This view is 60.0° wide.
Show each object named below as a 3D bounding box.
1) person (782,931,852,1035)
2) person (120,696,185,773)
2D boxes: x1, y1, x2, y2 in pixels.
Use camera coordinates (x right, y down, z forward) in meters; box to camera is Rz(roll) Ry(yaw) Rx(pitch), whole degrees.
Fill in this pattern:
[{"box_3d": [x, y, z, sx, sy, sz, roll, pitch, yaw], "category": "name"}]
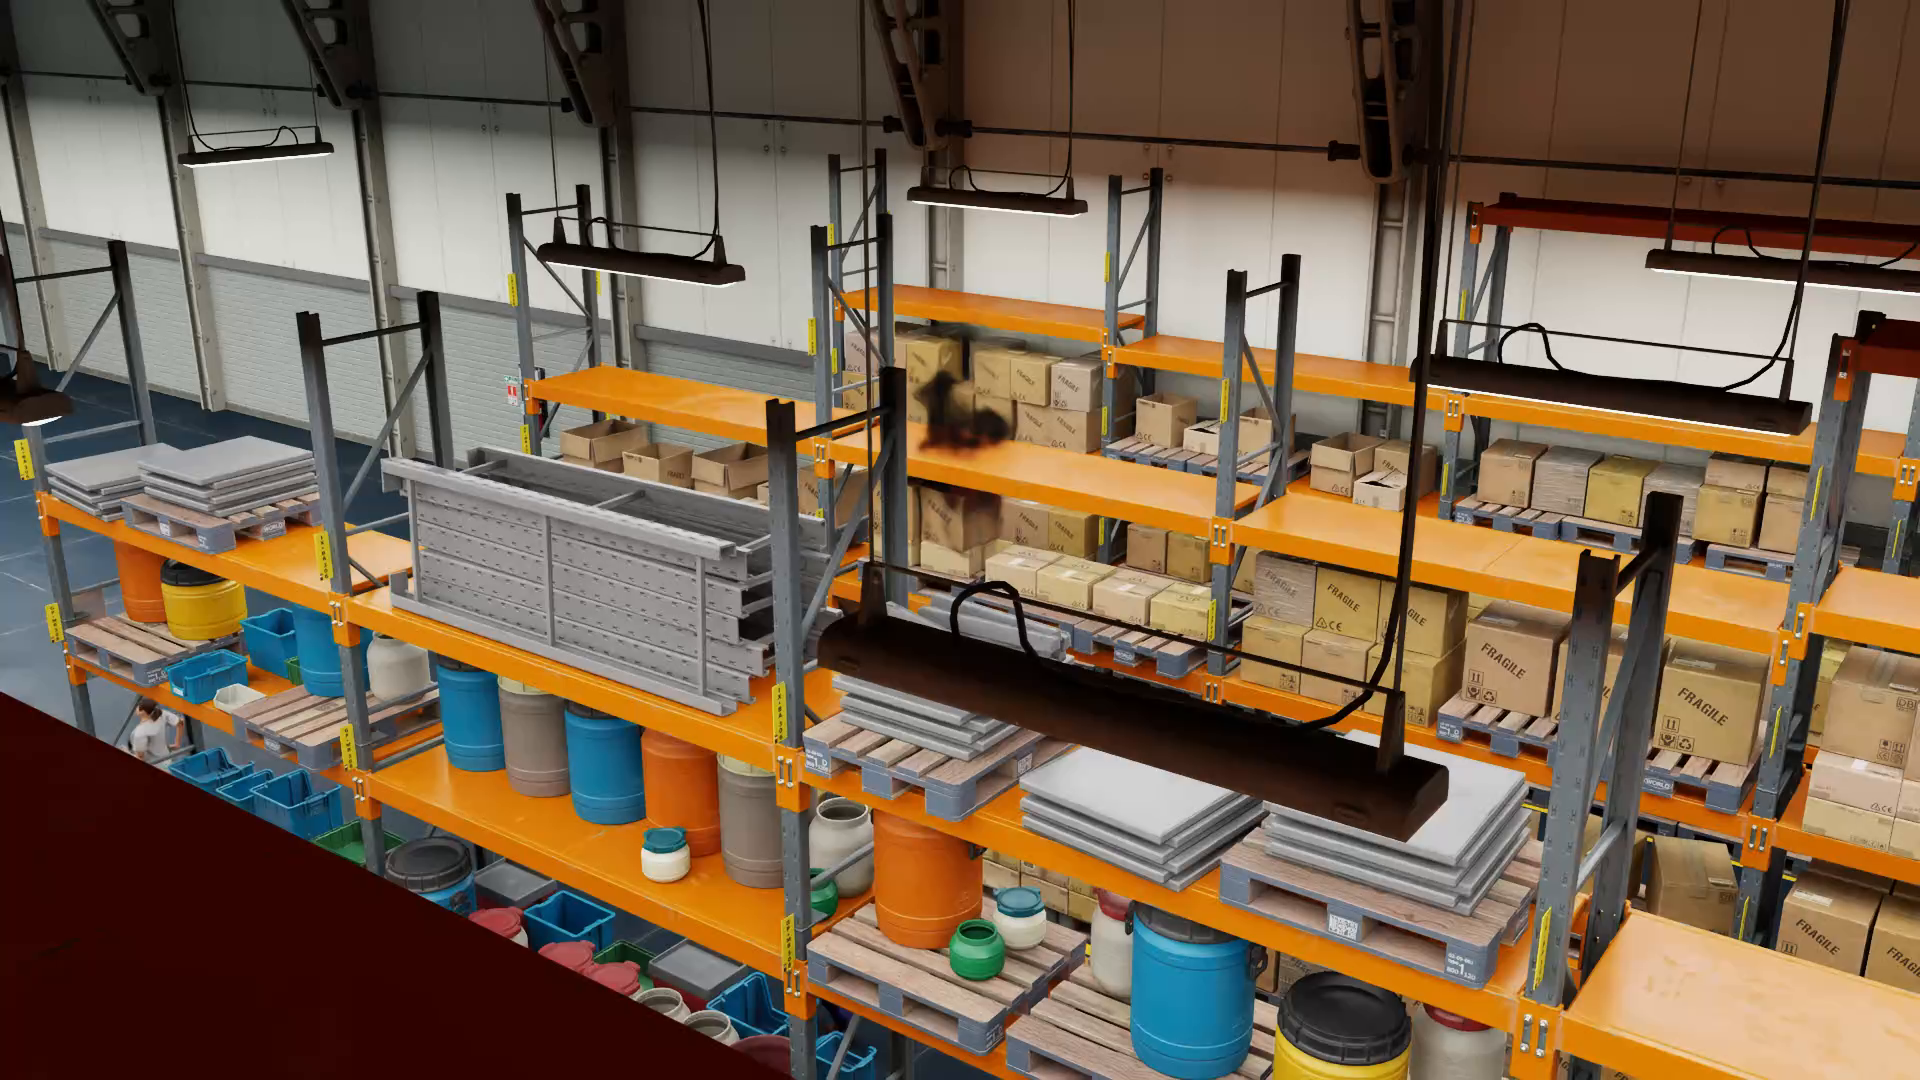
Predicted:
[{"box_3d": [-1.157, 3.146, 13.129, 0.740, 1.709, 0.580, 7, 20, 21], "category": "person"}, {"box_3d": [-7.723, 2.199, 15.917, 0.764, 1.657, 0.567, -3, 19, -8], "category": "person"}]
